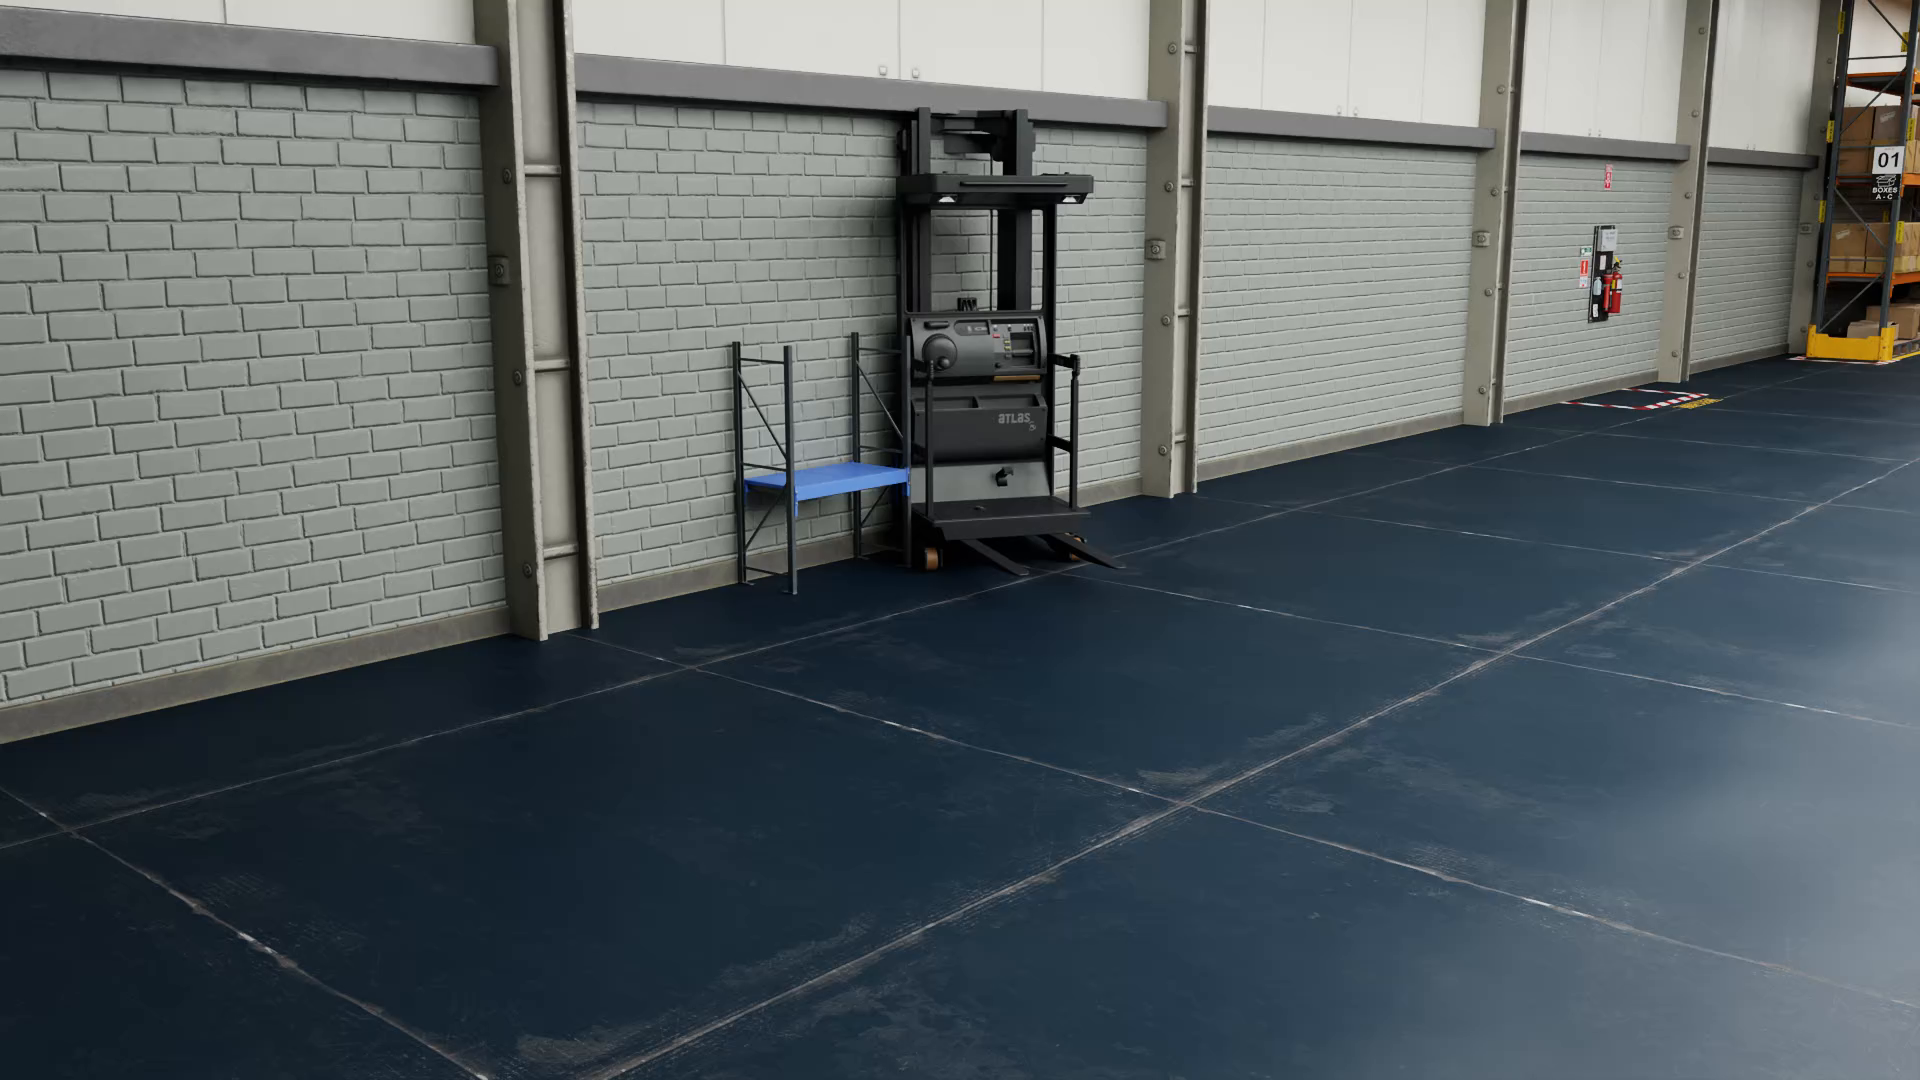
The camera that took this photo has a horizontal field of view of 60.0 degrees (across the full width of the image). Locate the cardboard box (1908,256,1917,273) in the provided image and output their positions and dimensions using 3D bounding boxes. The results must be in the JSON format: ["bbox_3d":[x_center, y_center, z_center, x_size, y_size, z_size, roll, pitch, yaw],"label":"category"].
[{"bbox_3d":[14.668,-4.336,26.094,0.500,0.250,0.500,9,15,39],"label":"cardboard box"}]

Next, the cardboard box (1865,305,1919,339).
[{"bbox_3d":[15.198,-3.556,27.117,0.700,0.500,0.500,9,14,37],"label":"cardboard box"}]

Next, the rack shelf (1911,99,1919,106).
[{"bbox_3d":[17.736,-7.567,29.477,1.077,0.370,4.000,10,15,40],"label":"rack shelf"}]

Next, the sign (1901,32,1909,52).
[{"bbox_3d":[15.995,-8.428,28.143,0.100,0.325,0.005,10,15,40],"label":"sign"}]

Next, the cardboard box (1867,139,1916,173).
[{"bbox_3d":[14.184,-5.837,25.315,0.500,0.500,0.500,10,15,42],"label":"cardboard box"}]

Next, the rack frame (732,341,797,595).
[{"bbox_3d":[-1.184,-0.438,10.073,0.500,1.500,0.032,10,15,40],"label":"rack frame"}]

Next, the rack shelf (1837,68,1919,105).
[{"bbox_3d":[15.096,-7.173,26.492,1.077,0.370,4.000,10,15,40],"label":"rack shelf"}]

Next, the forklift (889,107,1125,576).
[{"bbox_3d":[0.192,-1.320,10.836,1.130,2.935,3.031,-4,12,-17],"label":"forklift"}]

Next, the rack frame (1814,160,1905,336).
[{"bbox_3d":[13.775,-4.291,25.536,1.000,3.000,0.127,10,15,40],"label":"rack frame"}]

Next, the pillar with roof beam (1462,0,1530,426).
[{"bbox_3d":[8.900,-5.125,14.398,9.100,9.000,0.400,10,15,40],"label":"pillar with roof beam"}]

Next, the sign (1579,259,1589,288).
[{"bbox_3d":[7.525,-3.214,20.052,0.001,0.329,0.234,10,15,40],"label":"sign"}]

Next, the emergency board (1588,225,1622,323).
[{"bbox_3d":[7.967,-3.264,20.396,0.194,1.169,0.643,10,15,40],"label":"emergency board"}]

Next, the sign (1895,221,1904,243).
[{"bbox_3d":[14.183,-4.645,25.100,0.100,0.325,0.005,10,15,40],"label":"sign"}]

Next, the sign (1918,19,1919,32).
[{"bbox_3d":[14.183,-7.659,24.498,0.100,0.325,0.005,10,15,40],"label":"sign"}]

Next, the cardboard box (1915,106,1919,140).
[{"bbox_3d":[14.581,-6.403,25.596,0.500,0.500,0.500,10,15,40],"label":"cardboard box"}]

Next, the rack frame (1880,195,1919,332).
[{"bbox_3d":[16.416,-4.879,28.482,1.000,3.000,0.127,10,15,40],"label":"rack frame"}]

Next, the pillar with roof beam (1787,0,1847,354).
[{"bbox_3d":[16.822,-6.891,23.237,9.100,9.000,0.400,10,15,40],"label":"pillar with roof beam"}]

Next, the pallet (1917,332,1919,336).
[{"bbox_3d":[15.999,-3.409,28.238,1.003,0.211,1.213,10,15,40],"label":"pallet"}]

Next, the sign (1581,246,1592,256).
[{"bbox_3d":[7.534,-3.473,19.998,0.001,0.109,0.331,10,15,40],"label":"sign"}]

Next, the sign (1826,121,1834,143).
[{"bbox_3d":[13.372,-6.271,25.529,0.100,0.325,0.005,10,15,40],"label":"sign"}]

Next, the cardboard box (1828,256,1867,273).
[{"bbox_3d":[13.938,-4.321,26.018,0.500,0.250,0.500,10,15,41],"label":"cardboard box"}]

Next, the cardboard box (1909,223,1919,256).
[{"bbox_3d":[14.650,-4.698,25.990,0.500,0.500,0.500,10,15,41],"label":"cardboard box"}]

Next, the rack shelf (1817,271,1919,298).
[{"bbox_3d":[15.096,-4.232,27.079,1.077,0.370,4.000,10,15,40],"label":"rack shelf"}]

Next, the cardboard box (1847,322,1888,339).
[{"bbox_3d":[14.300,-3.278,26.207,0.500,0.311,0.500,8,14,34],"label":"cardboard box"}]

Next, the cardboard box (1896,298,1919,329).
[{"bbox_3d":[16.889,-3.980,29.237,0.700,0.500,0.500,10,15,42],"label":"cardboard box"}]

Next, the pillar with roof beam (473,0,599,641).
[{"bbox_3d":[0.979,-3.360,5.558,9.100,9.000,0.400,10,15,40],"label":"pillar with roof beam"}]

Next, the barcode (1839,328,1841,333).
[{"bbox_3d":[14.011,-3.337,26.479,0.001,0.075,0.075,10,15,40],"label":"barcode"}]

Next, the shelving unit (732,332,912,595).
[{"bbox_3d":[-0.848,-0.512,10.447,0.538,1.500,1.048,10,15,40],"label":"shelving unit"}]
